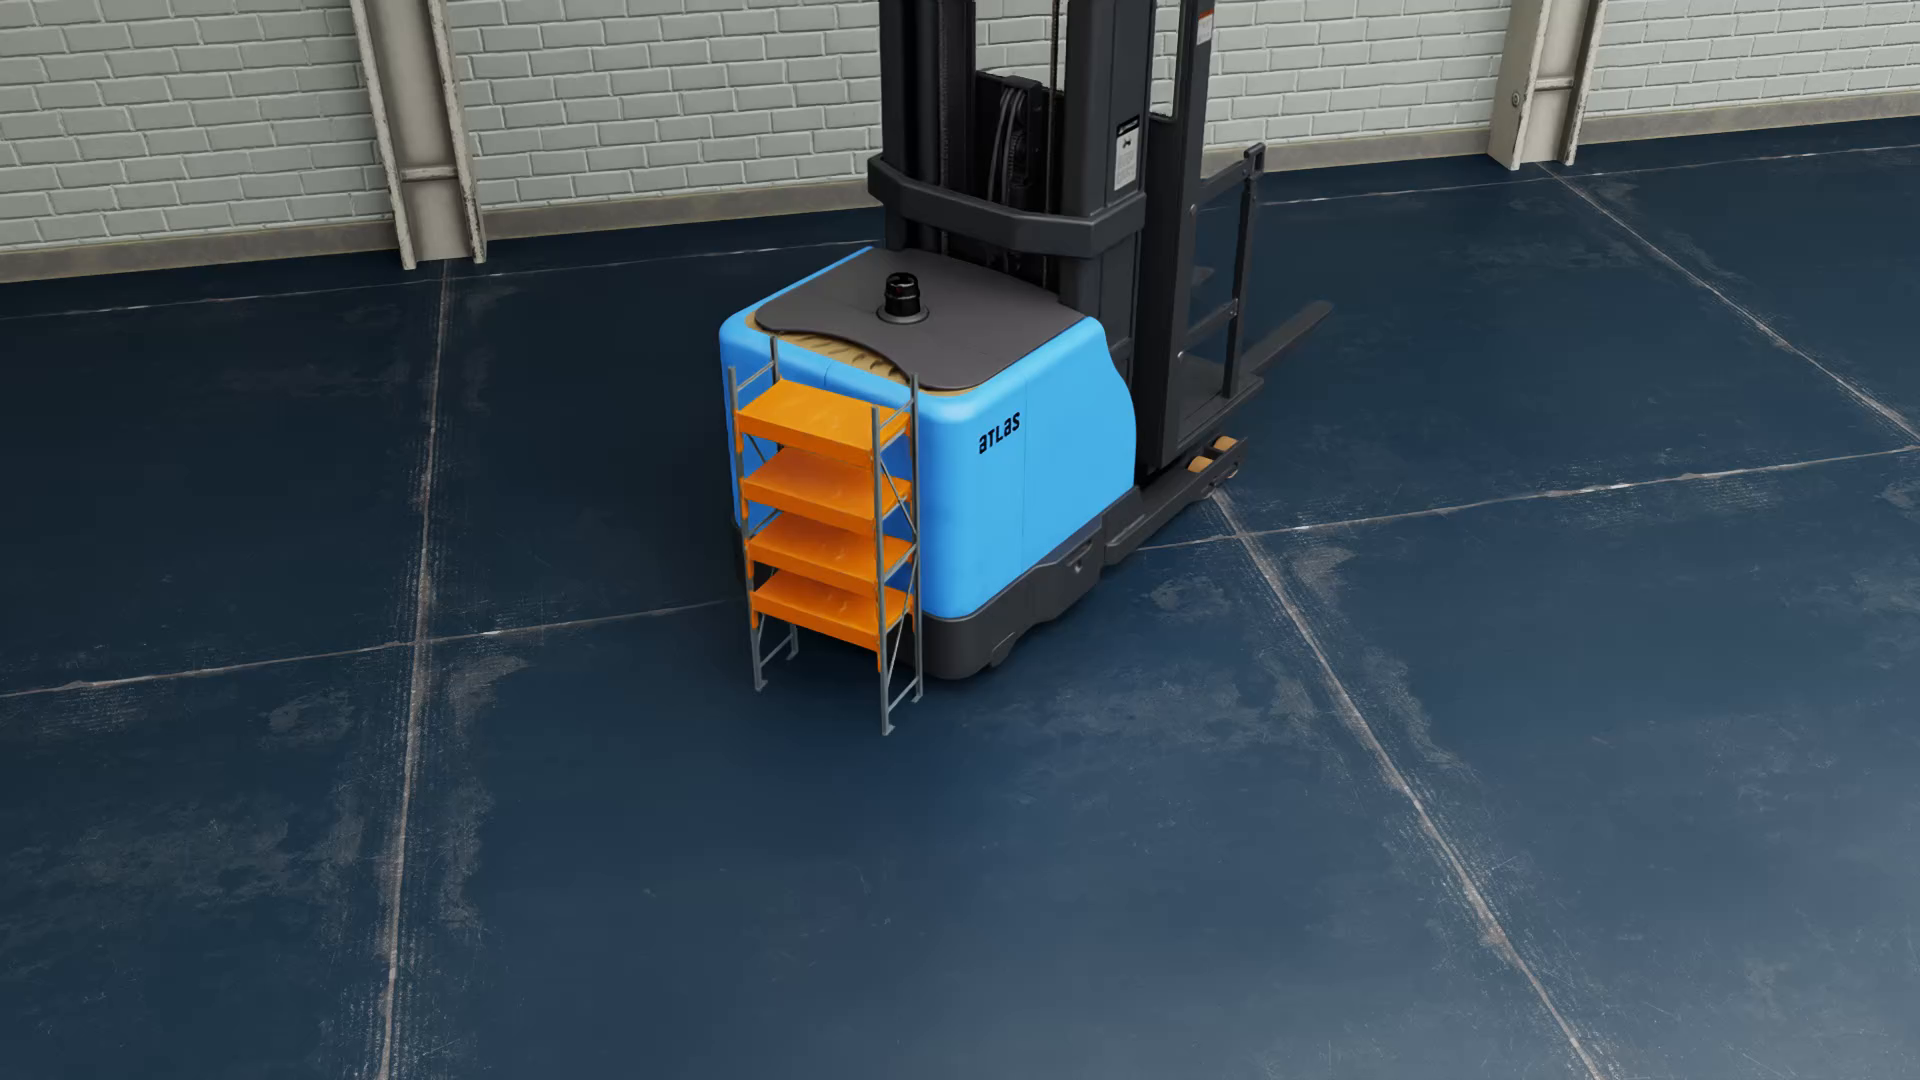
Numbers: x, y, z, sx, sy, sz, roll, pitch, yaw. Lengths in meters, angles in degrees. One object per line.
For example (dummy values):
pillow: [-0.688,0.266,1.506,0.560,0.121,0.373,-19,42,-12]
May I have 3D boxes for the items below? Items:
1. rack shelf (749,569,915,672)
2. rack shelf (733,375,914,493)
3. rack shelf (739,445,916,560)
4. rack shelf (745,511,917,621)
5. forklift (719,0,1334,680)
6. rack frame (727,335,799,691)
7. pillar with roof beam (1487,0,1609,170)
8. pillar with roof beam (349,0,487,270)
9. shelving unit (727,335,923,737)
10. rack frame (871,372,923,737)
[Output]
rack shelf: [-0.400,0.226,5.313,0.480,0.148,0.258,17,37,23]
rack shelf: [-0.400,-0.321,4.946,0.480,0.148,0.258,17,37,23]
rack shelf: [-0.400,-0.125,5.078,0.480,0.148,0.258,17,37,23]
rack shelf: [-0.400,0.061,5.203,0.480,0.148,0.258,17,37,23]
forklift: [0.490,-1.525,5.892,1.130,2.935,3.031,23,40,30]
rack frame: [-0.615,-0.059,5.262,0.015,1.200,0.240,17,37,23]
pillar with roof beam: [4.201,-3.583,3.513,0.400,9.000,9.100,-7,35,-11]
pillar with roof beam: [-1.651,-2.845,2.414,0.400,9.000,9.100,-7,35,-11]
shelving unit: [-0.400,0.005,5.165,0.503,1.200,0.258,17,37,23]
rack frame: [-0.186,0.070,5.069,0.015,1.200,0.240,17,37,23]
